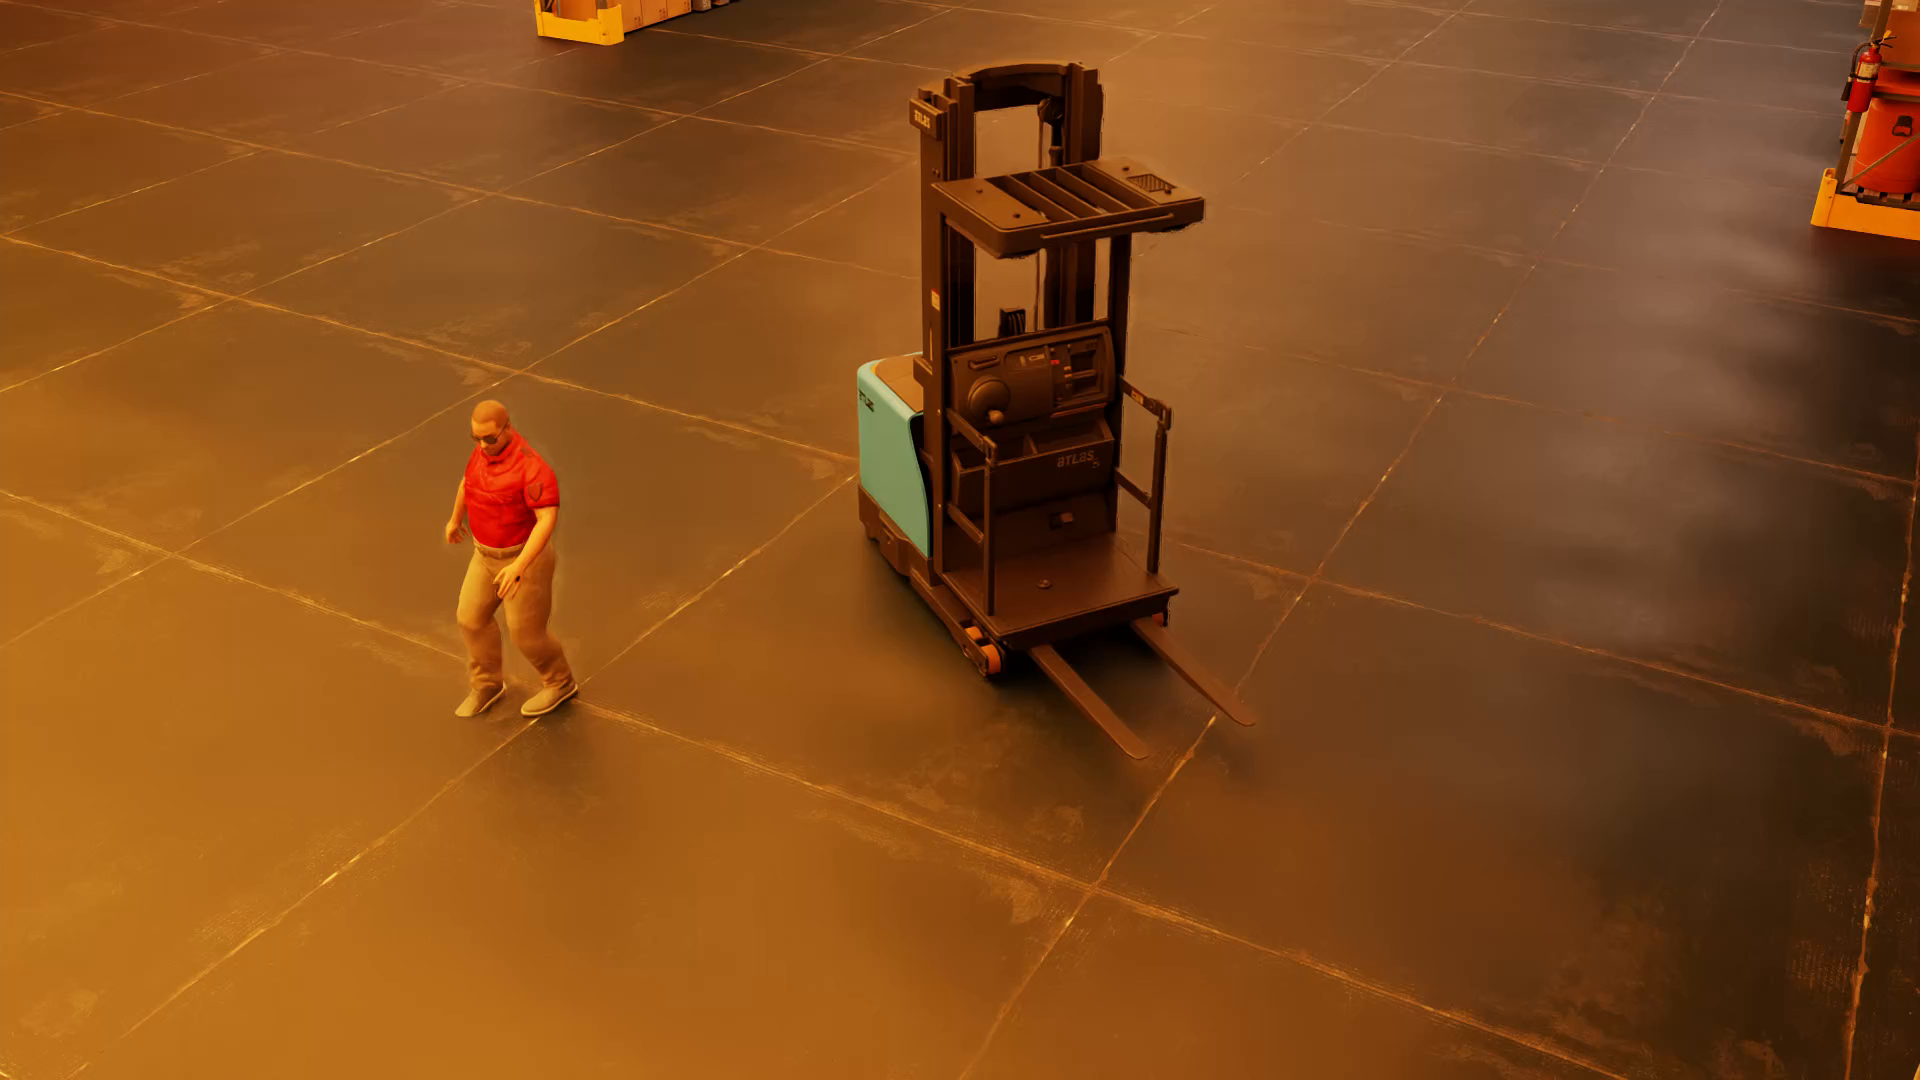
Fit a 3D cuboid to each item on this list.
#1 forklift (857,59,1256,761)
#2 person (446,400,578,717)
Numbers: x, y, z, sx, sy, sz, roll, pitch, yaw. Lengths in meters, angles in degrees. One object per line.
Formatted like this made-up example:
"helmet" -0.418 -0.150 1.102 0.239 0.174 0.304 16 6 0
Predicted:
"forklift" 0.478 -0.802 8.461 1.130 2.935 3.031 -13 33 -22
"person" -2.268 0.144 8.118 0.991 1.766 0.578 26 39 37
